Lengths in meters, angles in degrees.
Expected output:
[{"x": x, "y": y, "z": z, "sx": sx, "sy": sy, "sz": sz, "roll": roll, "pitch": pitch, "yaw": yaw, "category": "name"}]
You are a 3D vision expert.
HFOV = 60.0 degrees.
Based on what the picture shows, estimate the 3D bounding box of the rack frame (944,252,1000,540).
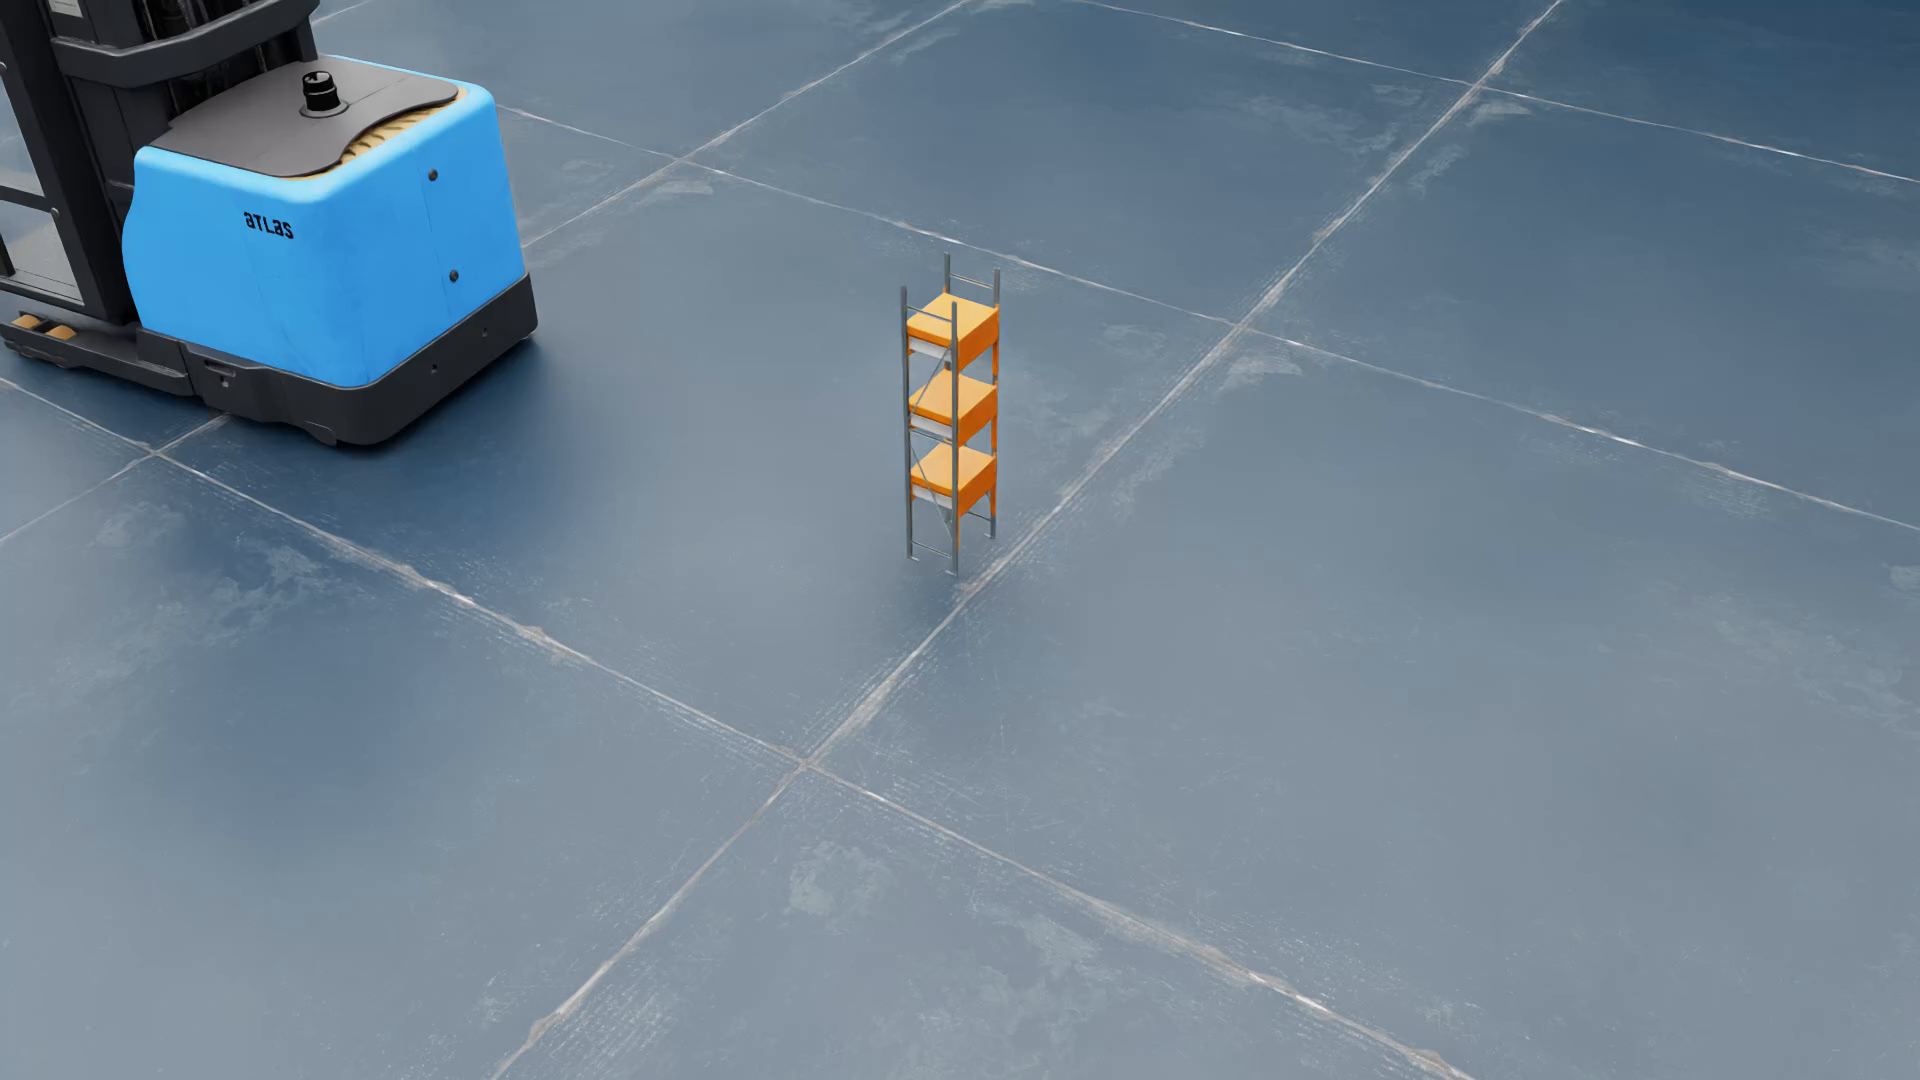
[{"x": 0.037, "y": -0.451, "z": 5.475, "sx": 0.200, "sy": 1.050, "sz": 0.008, "roll": 21, "pitch": 42, "yaw": 25, "category": "rack frame"}]

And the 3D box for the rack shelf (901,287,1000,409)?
[{"x": -0.029, "y": -0.605, "z": 5.227, "sx": 0.215, "sy": 0.259, "sz": 0.240, "roll": 21, "pitch": 42, "yaw": 25, "category": "rack shelf"}]

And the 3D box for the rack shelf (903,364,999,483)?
[{"x": -0.029, "y": -0.380, "z": 5.400, "sx": 0.215, "sy": 0.259, "sz": 0.240, "roll": 21, "pitch": 42, "yaw": 25, "category": "rack shelf"}]

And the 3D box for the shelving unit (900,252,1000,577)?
[{"x": -0.029, "y": -0.388, "z": 5.394, "sx": 0.215, "sy": 1.050, "sz": 0.252, "roll": 21, "pitch": 42, "yaw": 25, "category": "shelving unit"}]

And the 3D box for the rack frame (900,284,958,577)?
[{"x": -0.094, "y": -0.325, "z": 5.312, "sx": 0.200, "sy": 1.050, "sz": 0.008, "roll": 21, "pitch": 42, "yaw": 25, "category": "rack frame"}]

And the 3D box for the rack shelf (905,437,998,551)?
[{"x": -0.029, "y": -0.160, "z": 5.570, "sx": 0.215, "sy": 0.259, "sz": 0.240, "roll": 21, "pitch": 42, "yaw": 25, "category": "rack shelf"}]

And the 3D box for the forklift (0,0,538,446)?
[{"x": -3.275, "y": -2.118, "z": 6.096, "sx": 3.031, "sy": 2.935, "sz": 1.130, "roll": 16, "pitch": 41, "yaw": 20, "category": "forklift"}]
